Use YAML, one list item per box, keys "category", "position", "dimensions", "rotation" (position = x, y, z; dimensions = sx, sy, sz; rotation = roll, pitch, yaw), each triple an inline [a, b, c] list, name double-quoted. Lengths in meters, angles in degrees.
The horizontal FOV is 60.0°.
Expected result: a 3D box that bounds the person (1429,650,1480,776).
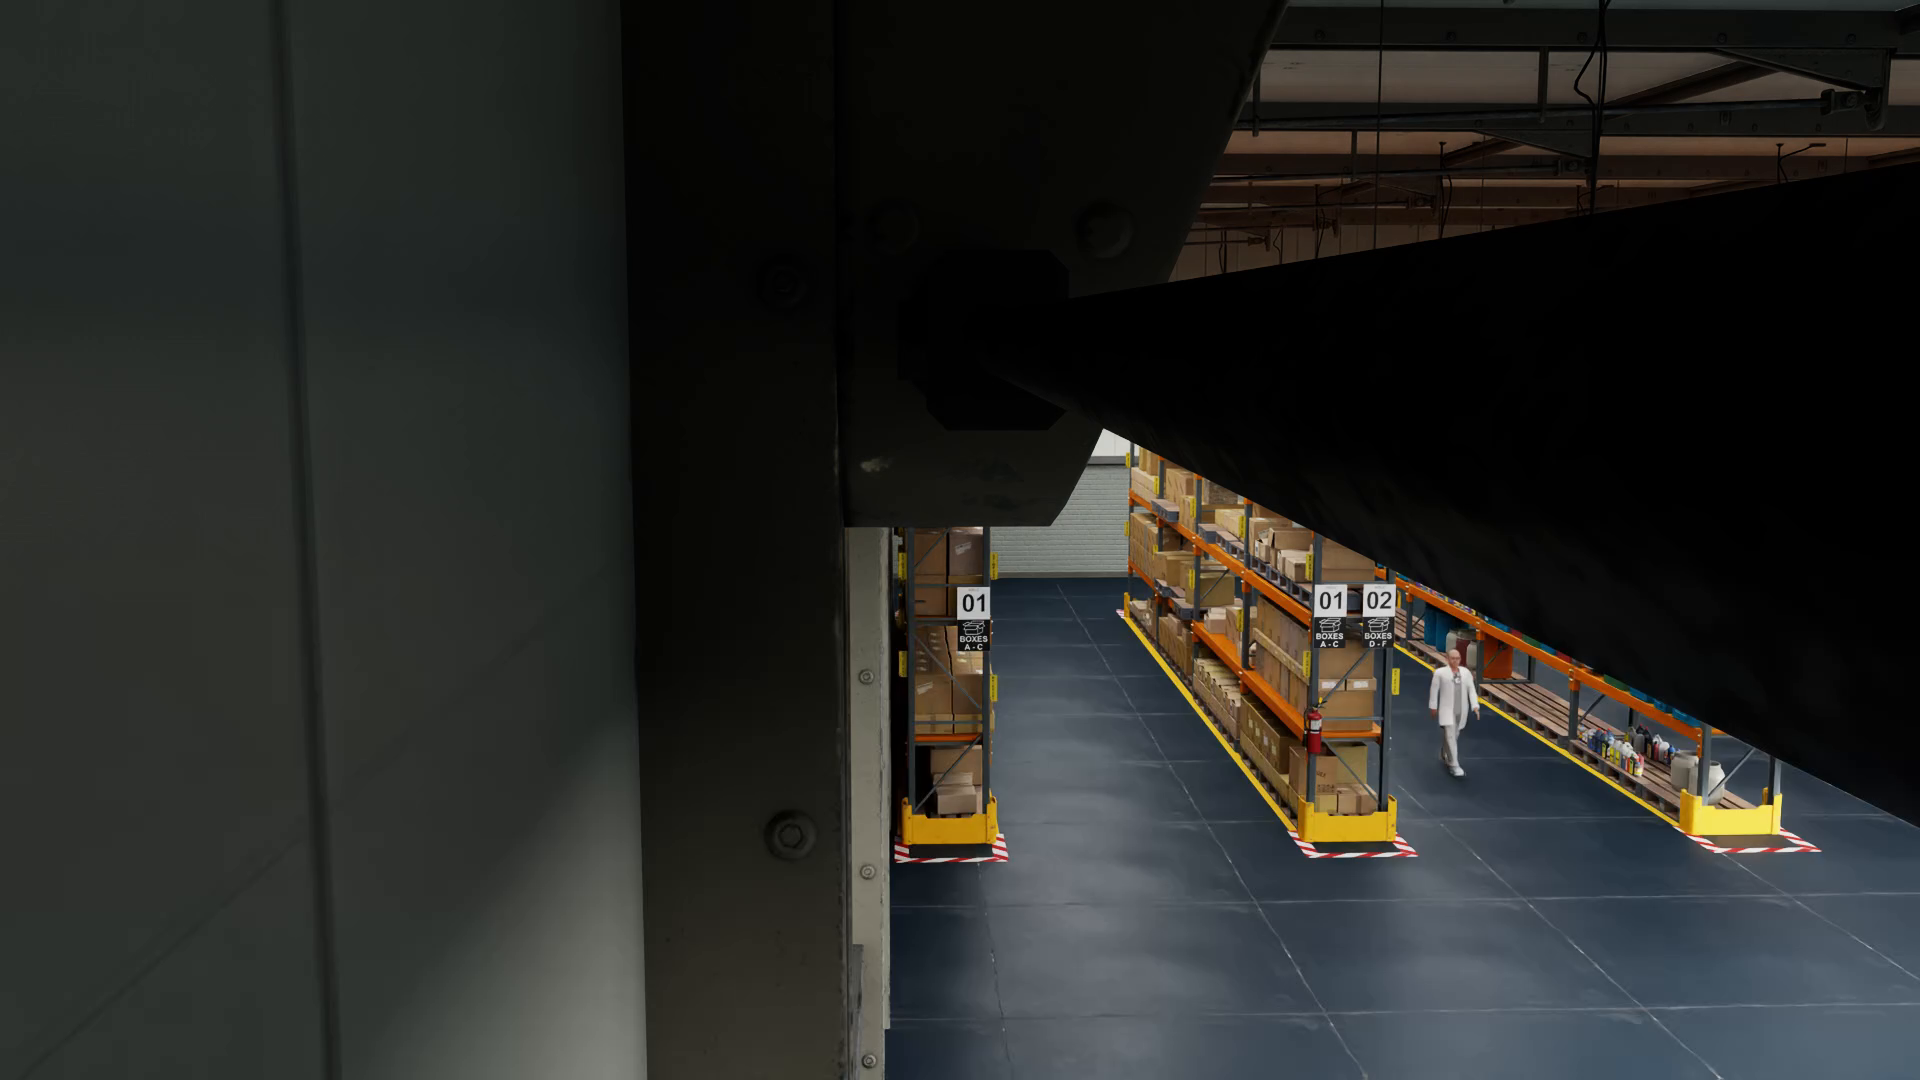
- category: "person"
  position: [7.054, 2.473, 23.645]
  dimensions: [0.595, 1.641, 1.093]
  rotation: [-1, 7, -8]
